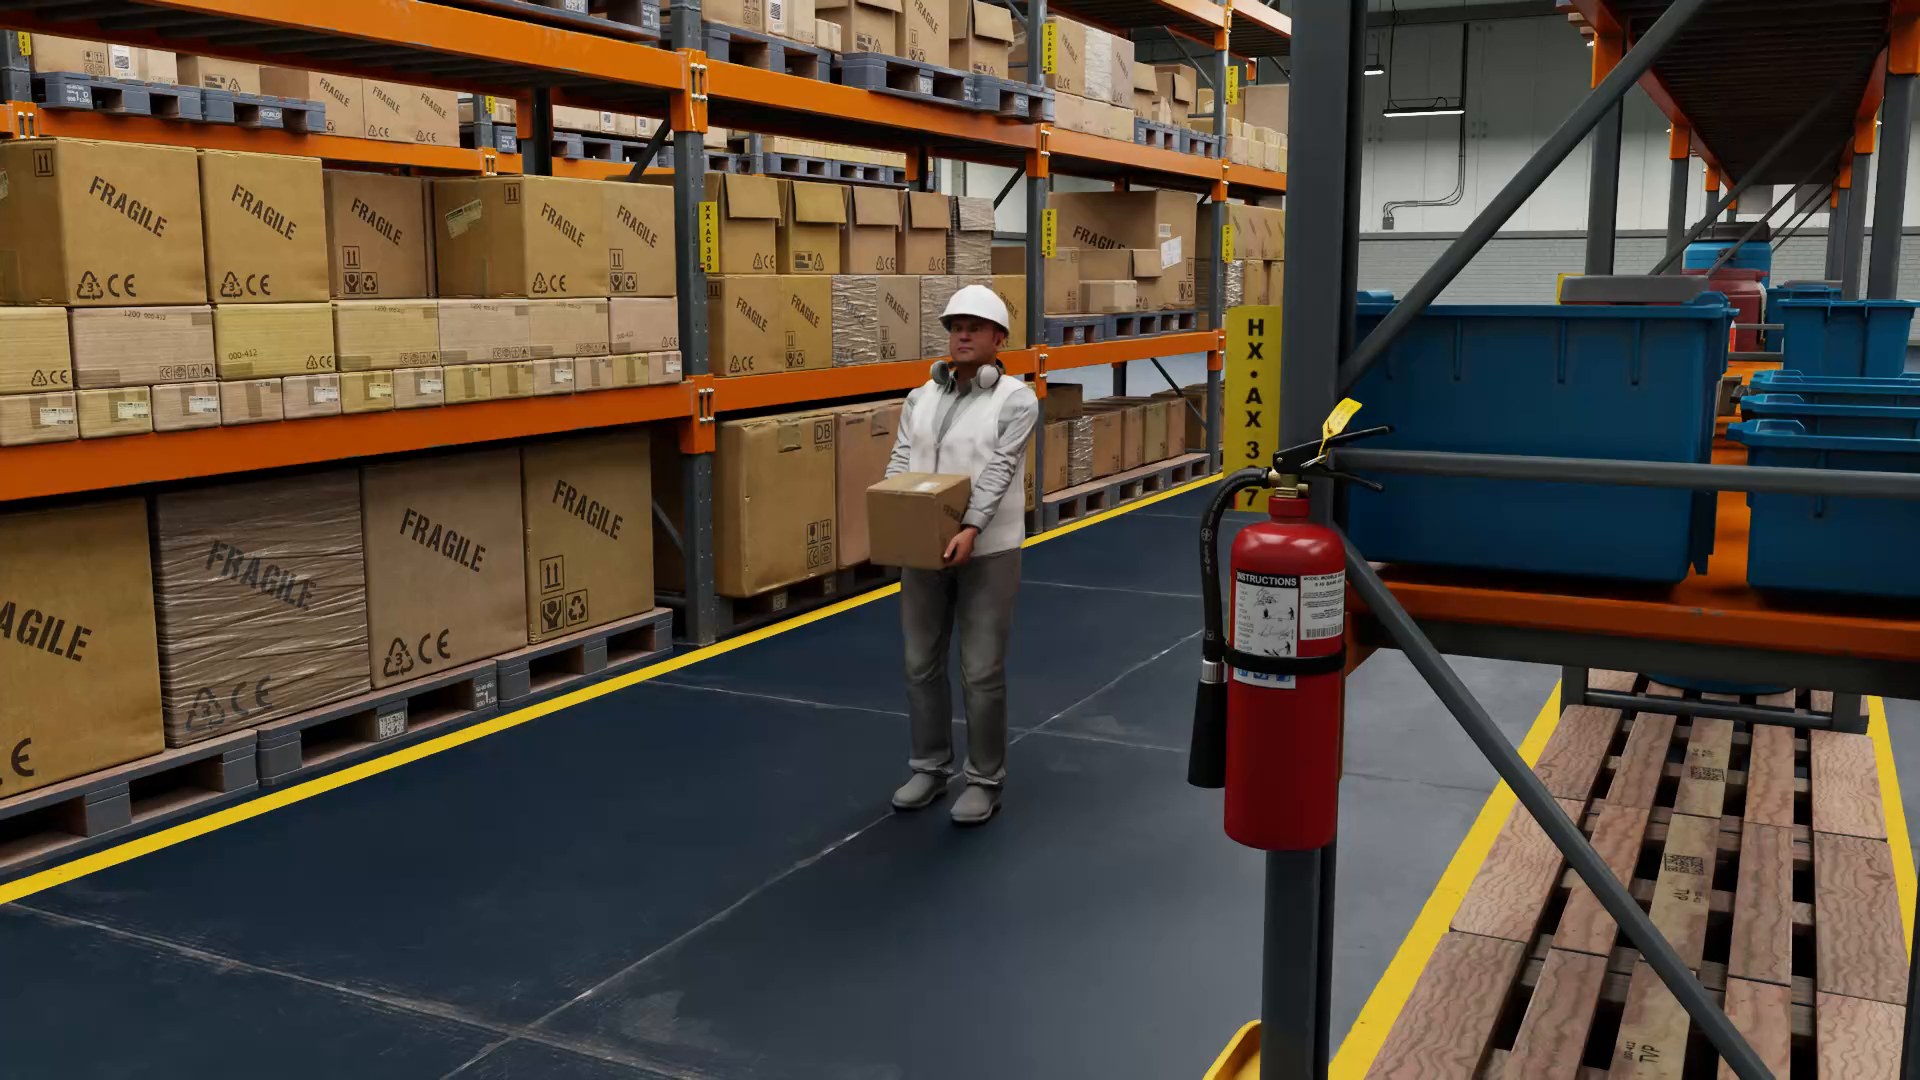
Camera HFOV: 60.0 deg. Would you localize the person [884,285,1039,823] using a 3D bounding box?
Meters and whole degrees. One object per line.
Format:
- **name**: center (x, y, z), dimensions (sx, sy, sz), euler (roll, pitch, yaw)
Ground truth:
- **person**: center (-0.022, 0.048, 5.509), dimensions (0.494, 1.762, 0.552), euler (5, 10, 27)
